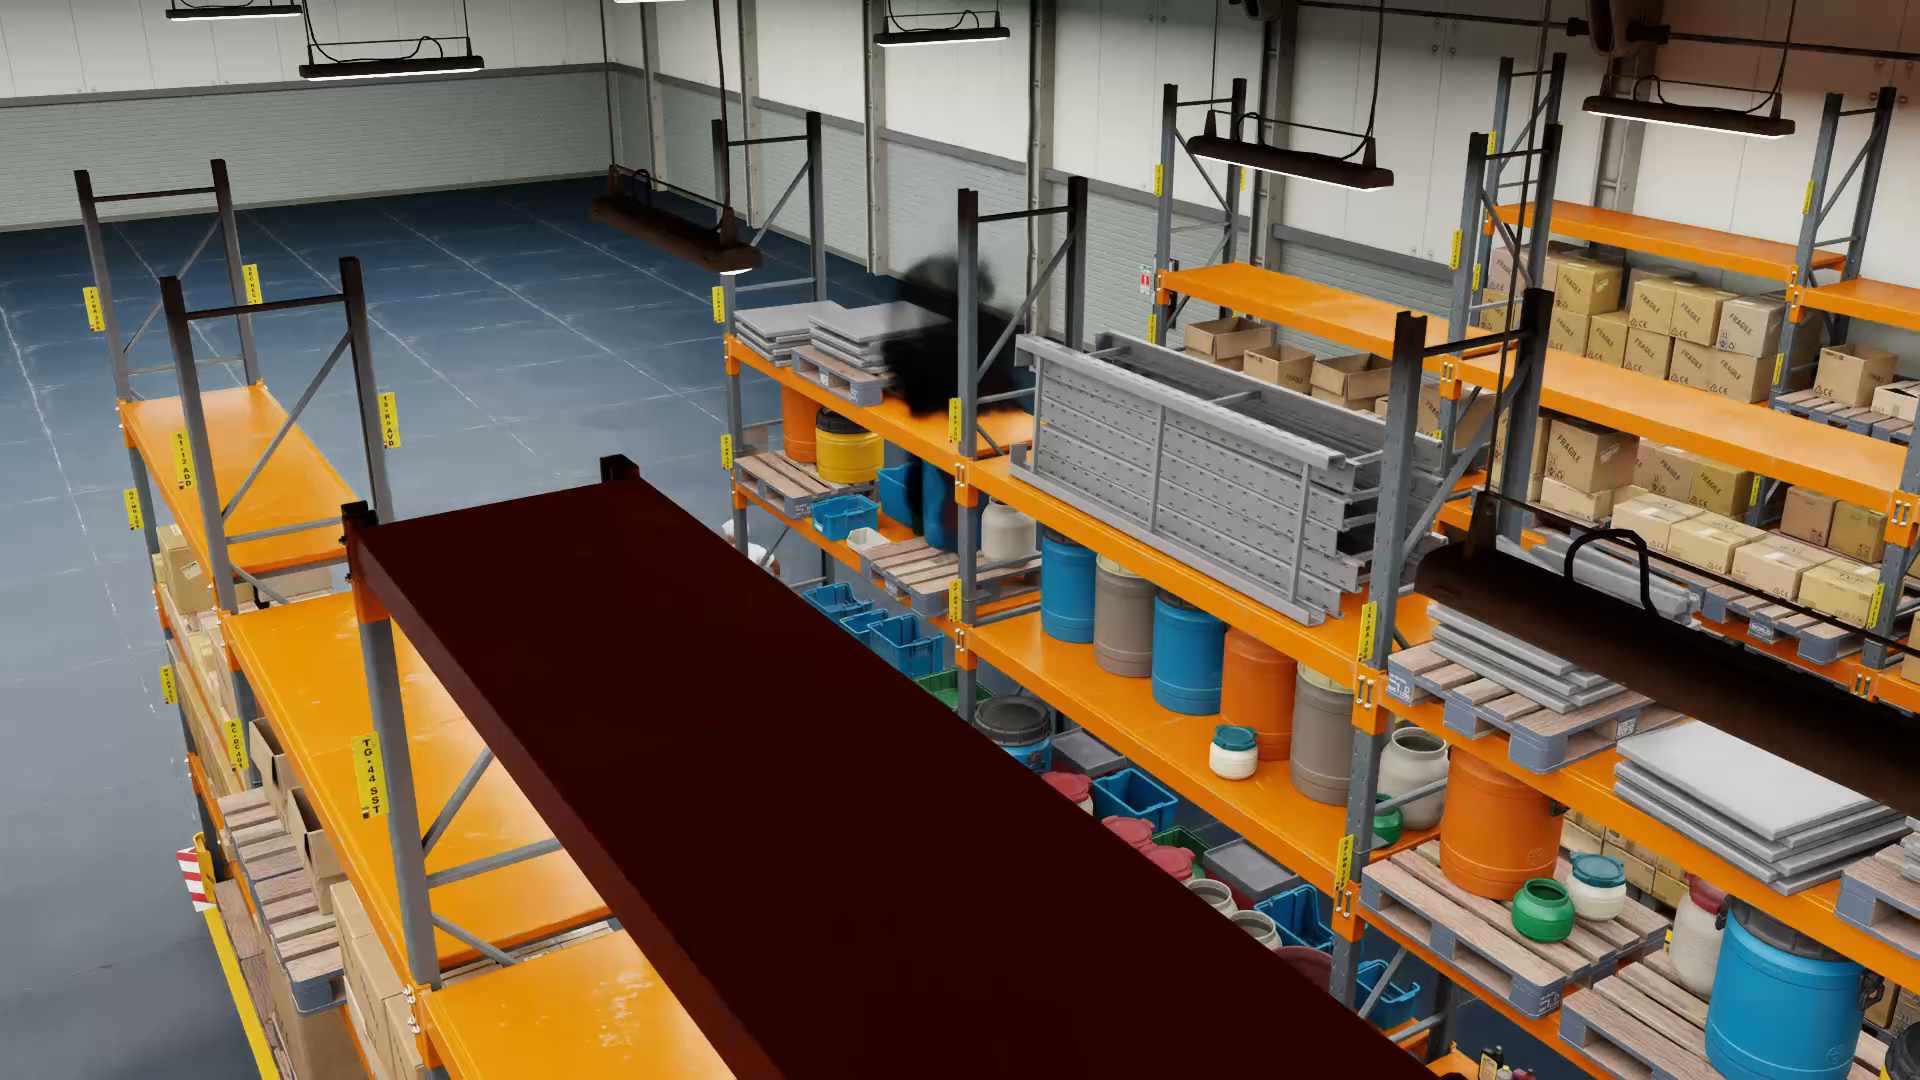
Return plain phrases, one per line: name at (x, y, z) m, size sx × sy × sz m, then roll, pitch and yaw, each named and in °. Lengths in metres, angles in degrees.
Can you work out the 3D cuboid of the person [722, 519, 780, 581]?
person at (-2.340, 0.611, 17.540) m, size 0.851 × 1.782 × 0.764 m, roll 13°, pitch 25°, yaw 29°
